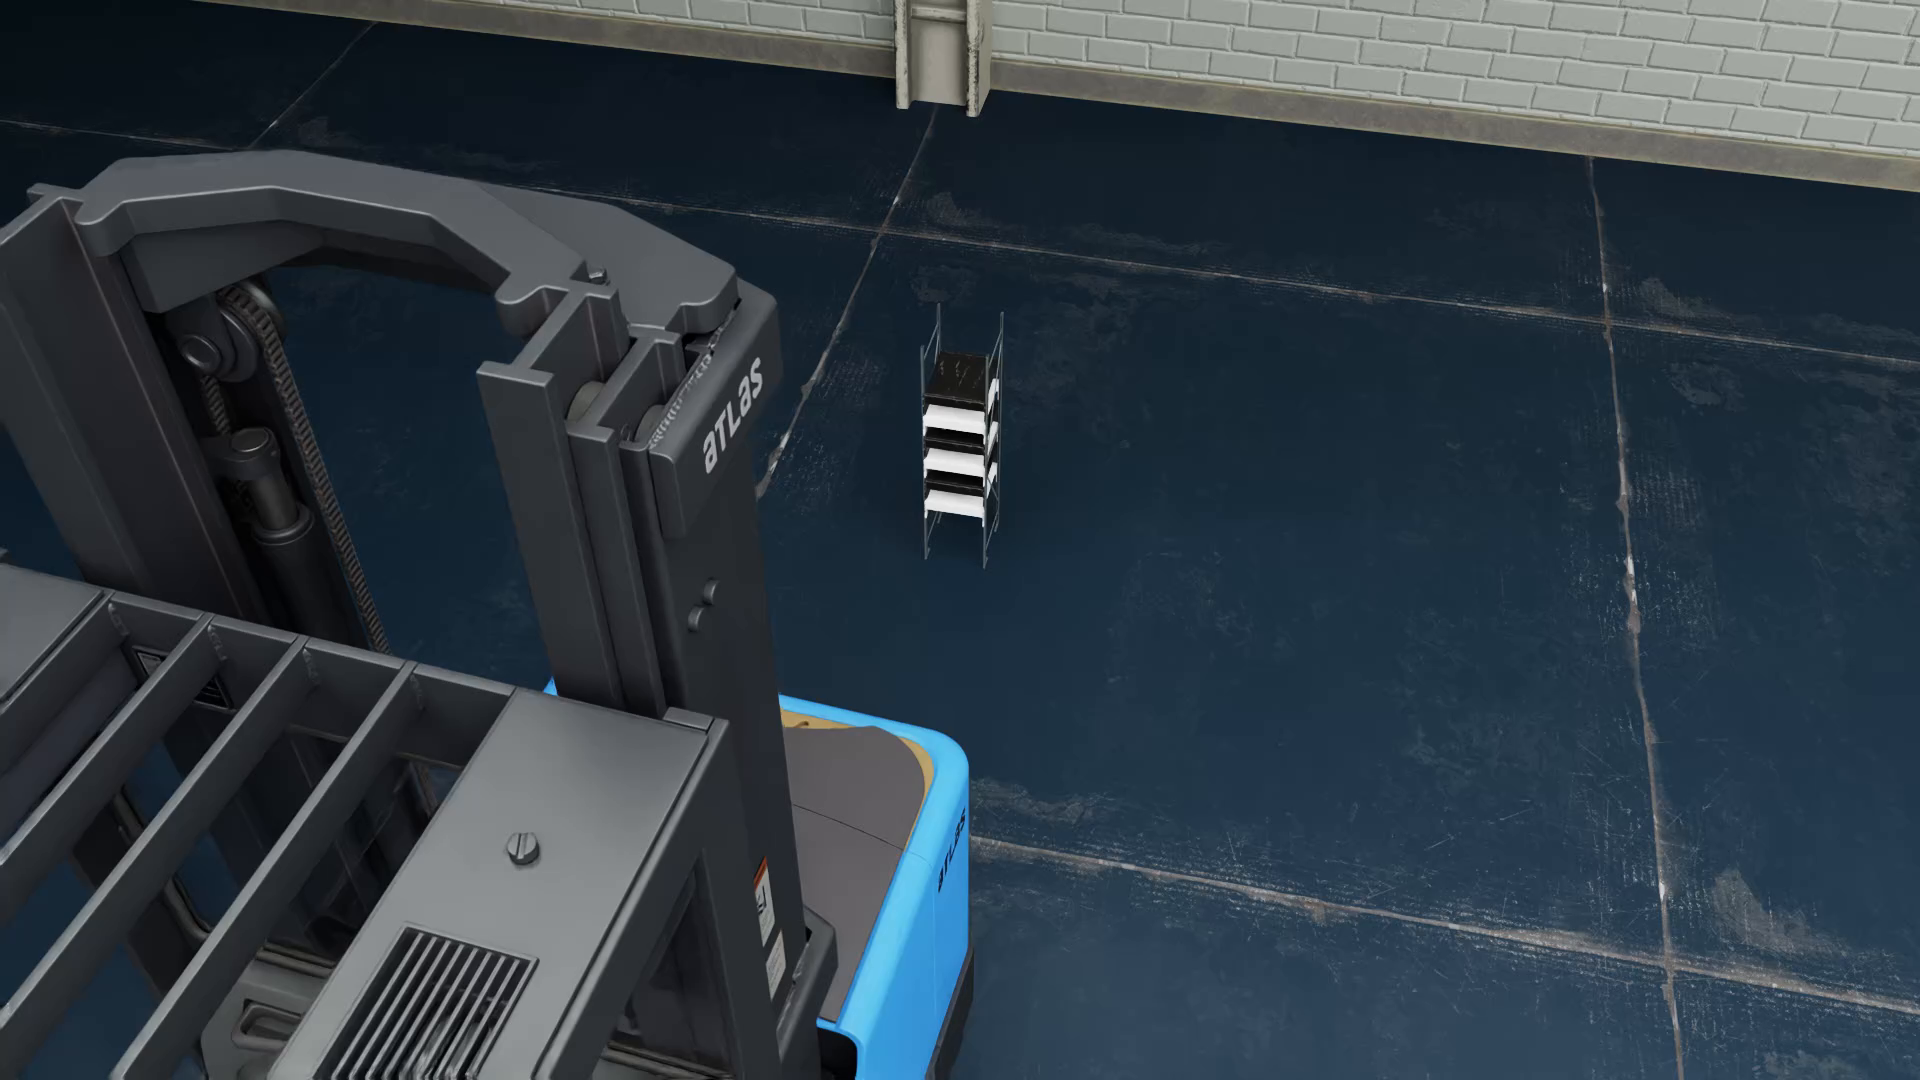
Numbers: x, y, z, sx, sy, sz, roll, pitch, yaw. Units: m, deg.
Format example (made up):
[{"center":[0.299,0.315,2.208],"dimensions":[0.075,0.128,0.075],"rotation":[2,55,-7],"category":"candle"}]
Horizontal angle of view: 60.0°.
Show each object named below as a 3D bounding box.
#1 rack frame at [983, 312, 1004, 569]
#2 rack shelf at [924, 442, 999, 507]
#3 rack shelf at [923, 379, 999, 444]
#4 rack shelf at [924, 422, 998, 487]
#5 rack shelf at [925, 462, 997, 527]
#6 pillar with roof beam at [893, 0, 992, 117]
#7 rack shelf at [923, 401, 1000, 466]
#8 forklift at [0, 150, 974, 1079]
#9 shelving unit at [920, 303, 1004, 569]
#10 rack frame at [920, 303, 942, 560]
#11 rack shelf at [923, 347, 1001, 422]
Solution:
[{"center":[0.107,-0.308,5.421],"dimensions":[0.006,0.900,0.240],"rotation":[9,45,9],"category":"rack frame"},{"center":[0.008,-0.234,5.522],"dimensions":[0.200,0.077,0.258],"rotation":[9,45,9],"category":"rack shelf"},{"center":[0.008,-0.429,5.335],"dimensions":[0.200,0.077,0.258],"rotation":[9,45,9],"category":"rack shelf"},{"center":[0.008,-0.299,5.460],"dimensions":[0.200,0.077,0.258],"rotation":[9,45,9],"category":"rack shelf"},{"center":[0.008,-0.169,5.585],"dimensions":[0.200,0.077,0.258],"rotation":[9,45,9],"category":"rack shelf"},{"center":[-1.017,-2.451,1.807],"dimensions":[0.400,9.000,9.100],"rotation":[9,45,9],"category":"pillar with roof beam"},{"center":[0.008,-0.364,5.397],"dimensions":[0.200,0.077,0.258],"rotation":[9,45,9],"category":"rack shelf"},{"center":[-0.874,1.047,2.549],"dimensions":[1.130,2.935,3.031],"rotation":[12,45,12],"category":"forklift"},{"center":[0.008,-0.323,5.437],"dimensions":[0.210,0.900,0.258],"rotation":[9,45,9],"category":"shelving unit"},{"center":[-0.091,-0.338,5.453],"dimensions":[0.006,0.900,0.240],"rotation":[9,45,9],"category":"rack frame"},{"center":[0.008,-0.493,5.273],"dimensions":[0.200,0.077,0.258],"rotation":[9,45,9],"category":"rack shelf"}]
